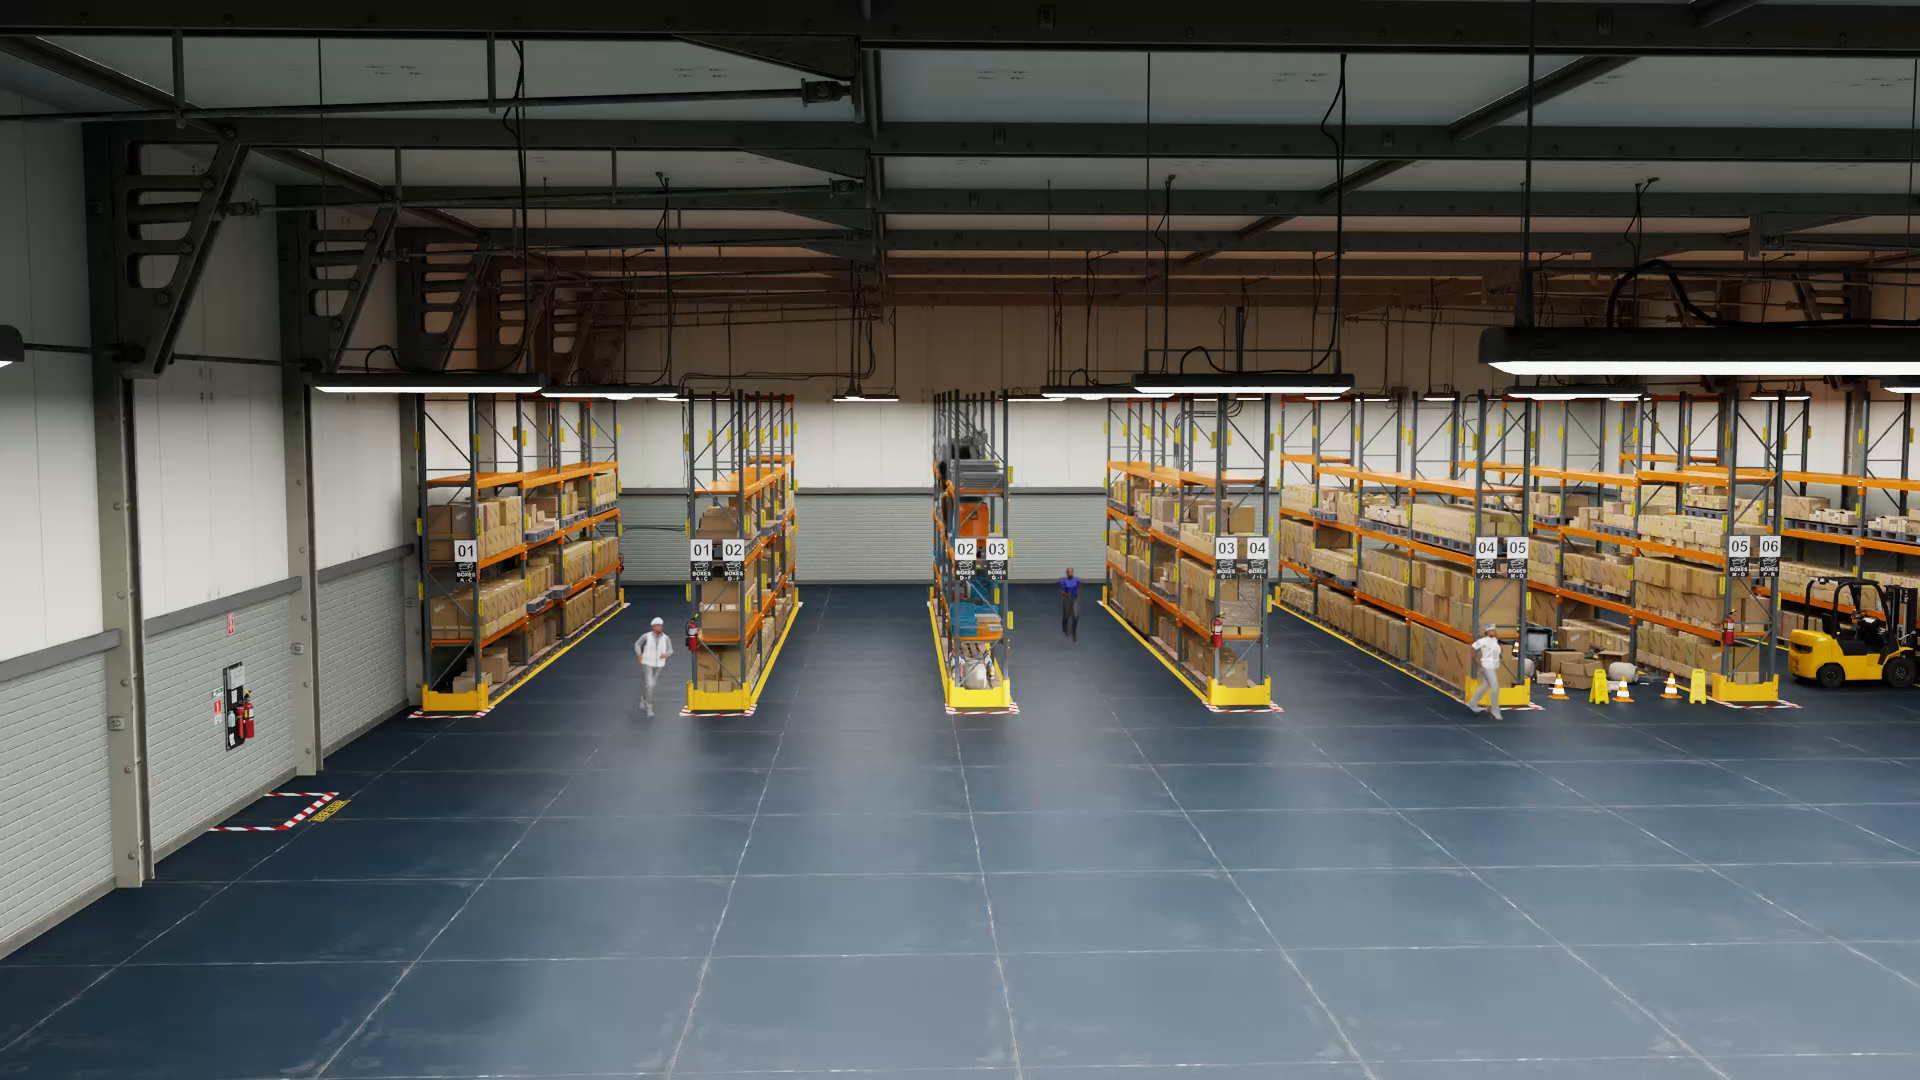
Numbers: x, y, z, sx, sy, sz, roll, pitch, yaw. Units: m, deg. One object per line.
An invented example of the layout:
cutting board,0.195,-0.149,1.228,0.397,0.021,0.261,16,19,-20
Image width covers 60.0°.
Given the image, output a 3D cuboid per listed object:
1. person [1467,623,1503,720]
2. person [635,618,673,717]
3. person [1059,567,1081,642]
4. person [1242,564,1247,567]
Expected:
person,9.729,2.396,30.580,0.738,1.764,0.621,4,6,41
person,-5.660,2.333,30.859,0.646,1.790,0.810,-3,5,-32
person,2.589,1.504,39.056,0.576,1.733,0.722,-1,5,-7
person,8.124,0.930,48.438,0.728,1.690,0.745,4,6,41
